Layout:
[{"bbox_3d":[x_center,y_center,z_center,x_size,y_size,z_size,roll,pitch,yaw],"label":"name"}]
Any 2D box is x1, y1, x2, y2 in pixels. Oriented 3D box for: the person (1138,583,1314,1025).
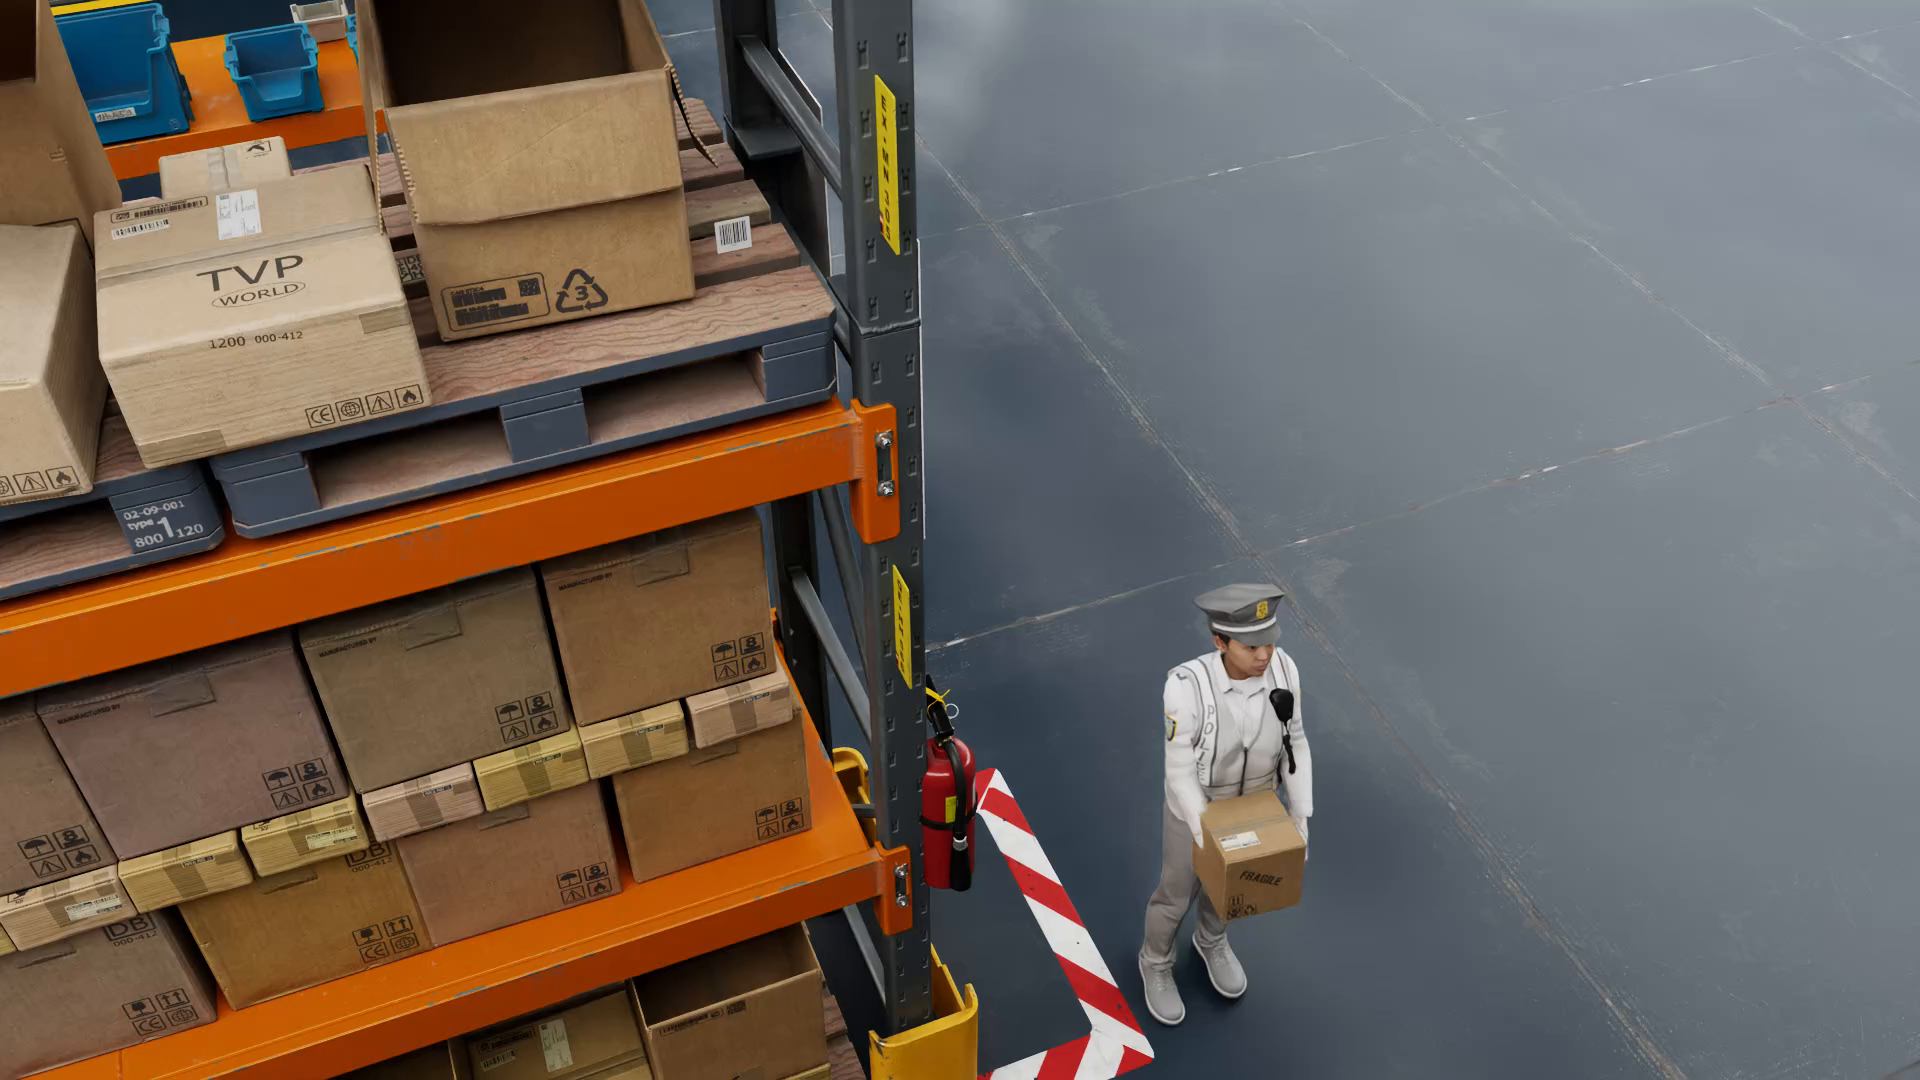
[{"bbox_3d":[0.839,0.849,5.188,0.491,1.700,0.543,-13,44,-14],"label":"person"}]
